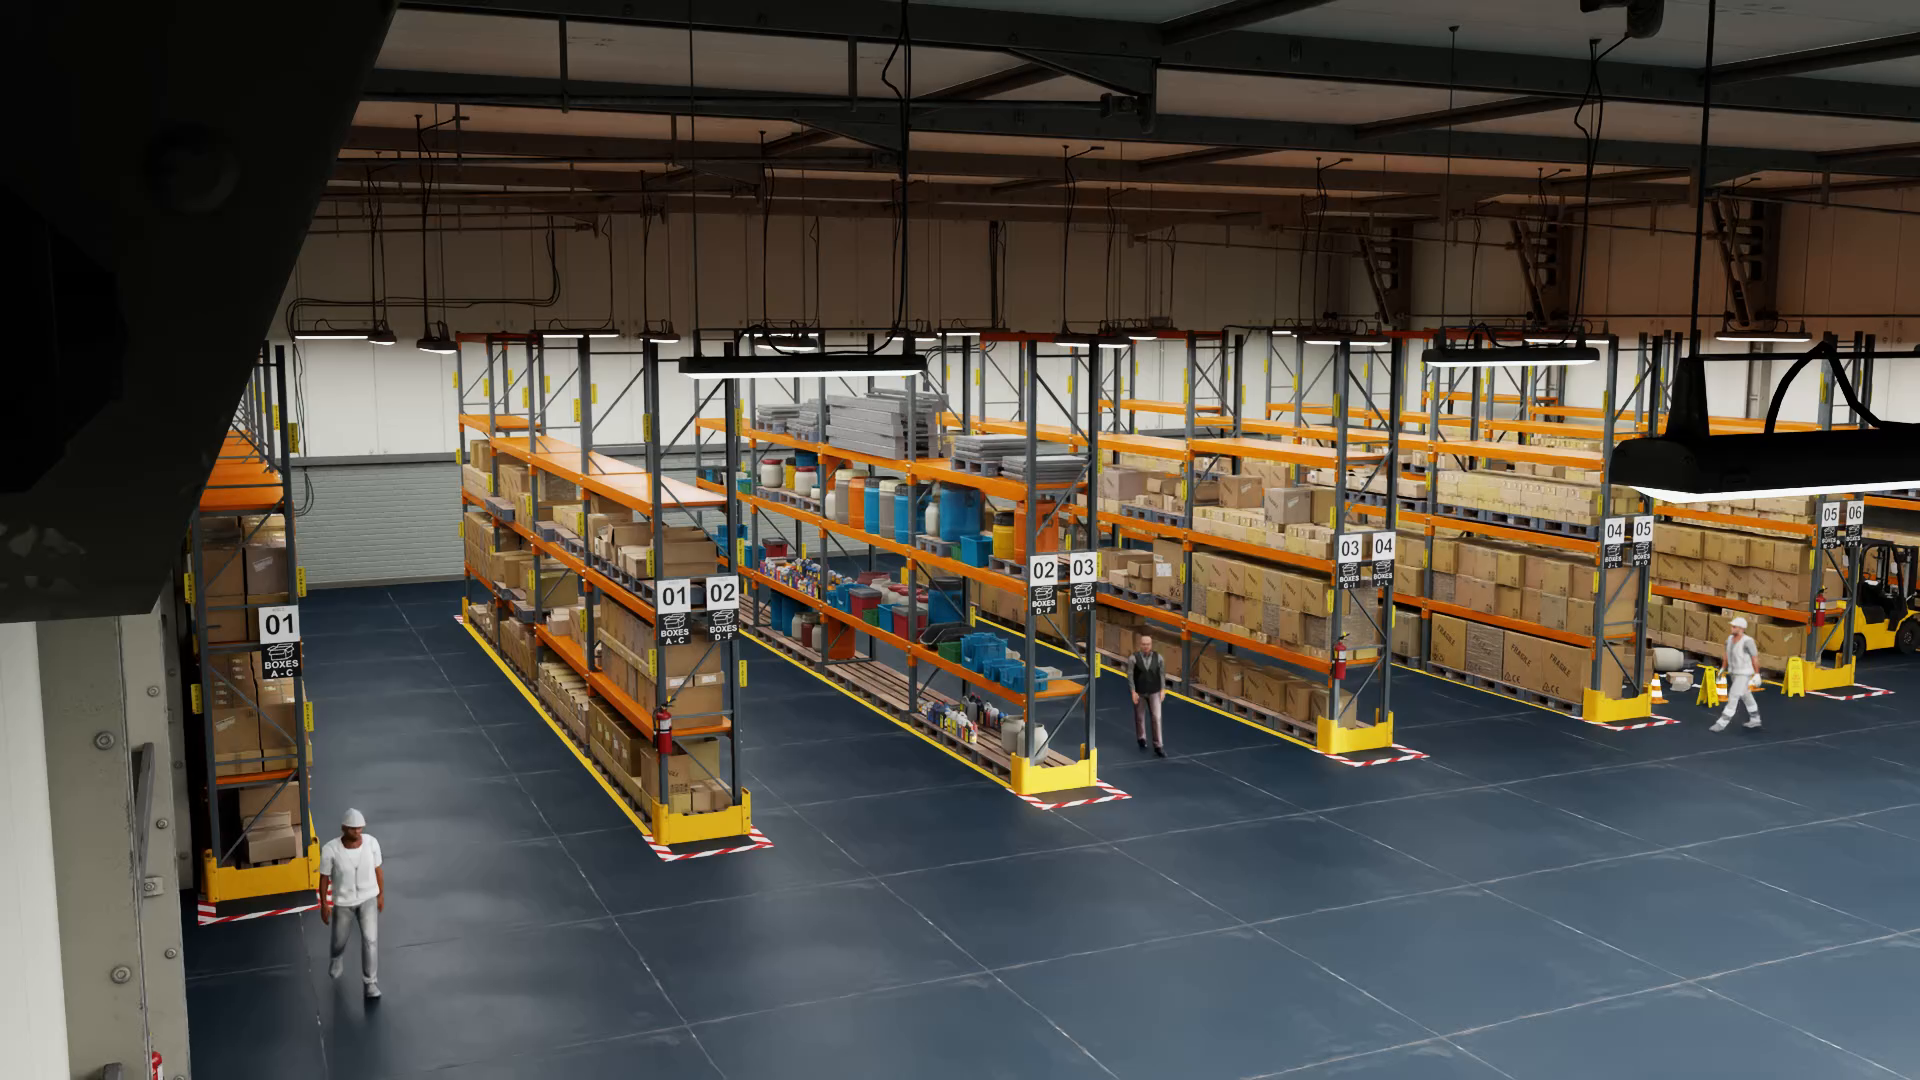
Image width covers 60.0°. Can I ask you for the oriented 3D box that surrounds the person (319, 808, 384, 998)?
[{"bbox_3d":[-5.717,3.373,15.642,0.584,1.748,0.866,-4,9,-30],"label":"person"}]

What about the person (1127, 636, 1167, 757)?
[{"bbox_3d":[2.712,2.229,24.119,0.576,1.684,0.886,1,8,4],"label":"person"}]

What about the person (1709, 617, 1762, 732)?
[{"bbox_3d":[11.845,2.031,25.390,0.994,1.723,0.584,-1,8,-11],"label":"person"}]
